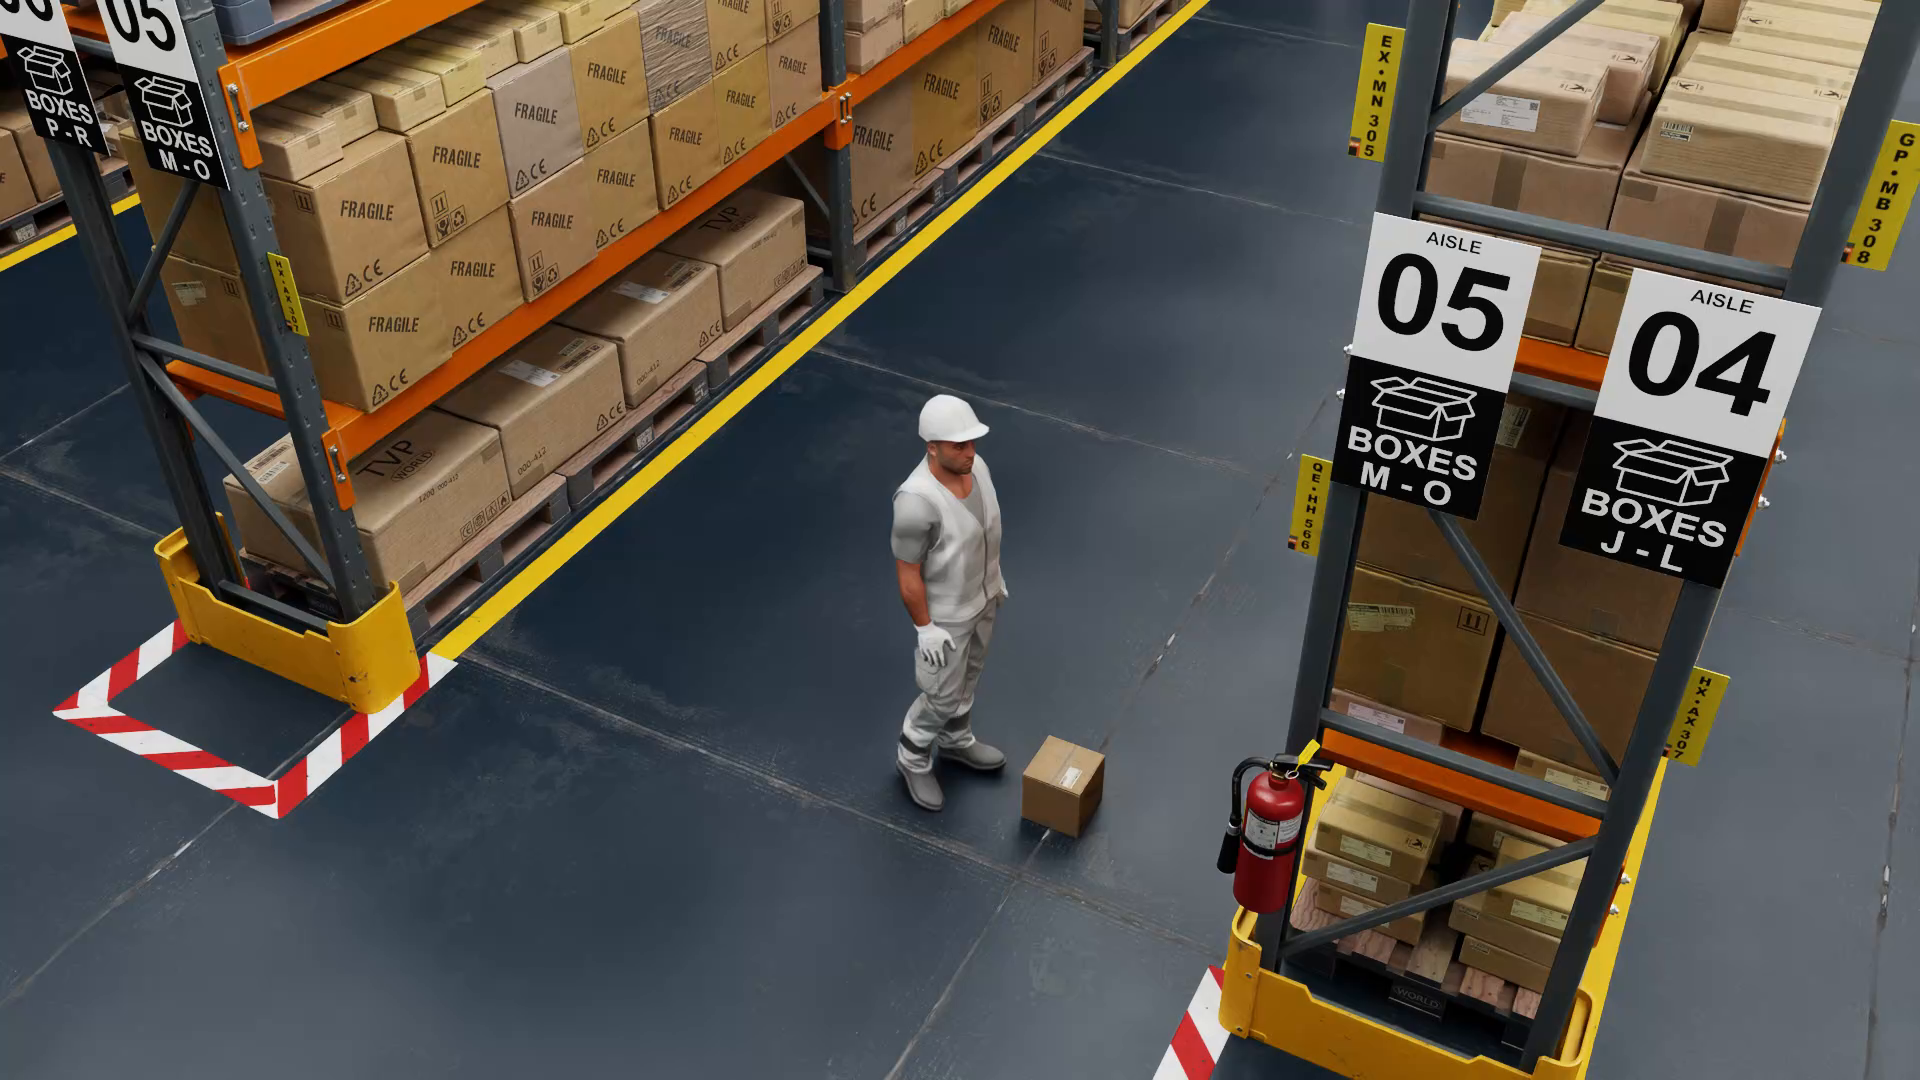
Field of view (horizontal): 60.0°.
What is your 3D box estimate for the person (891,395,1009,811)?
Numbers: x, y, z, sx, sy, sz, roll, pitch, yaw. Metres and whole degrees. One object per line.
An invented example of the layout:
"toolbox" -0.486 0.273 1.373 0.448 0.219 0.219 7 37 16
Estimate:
"person" -0.014 0.230 6.413 0.381 1.804 0.576 21 42 25
